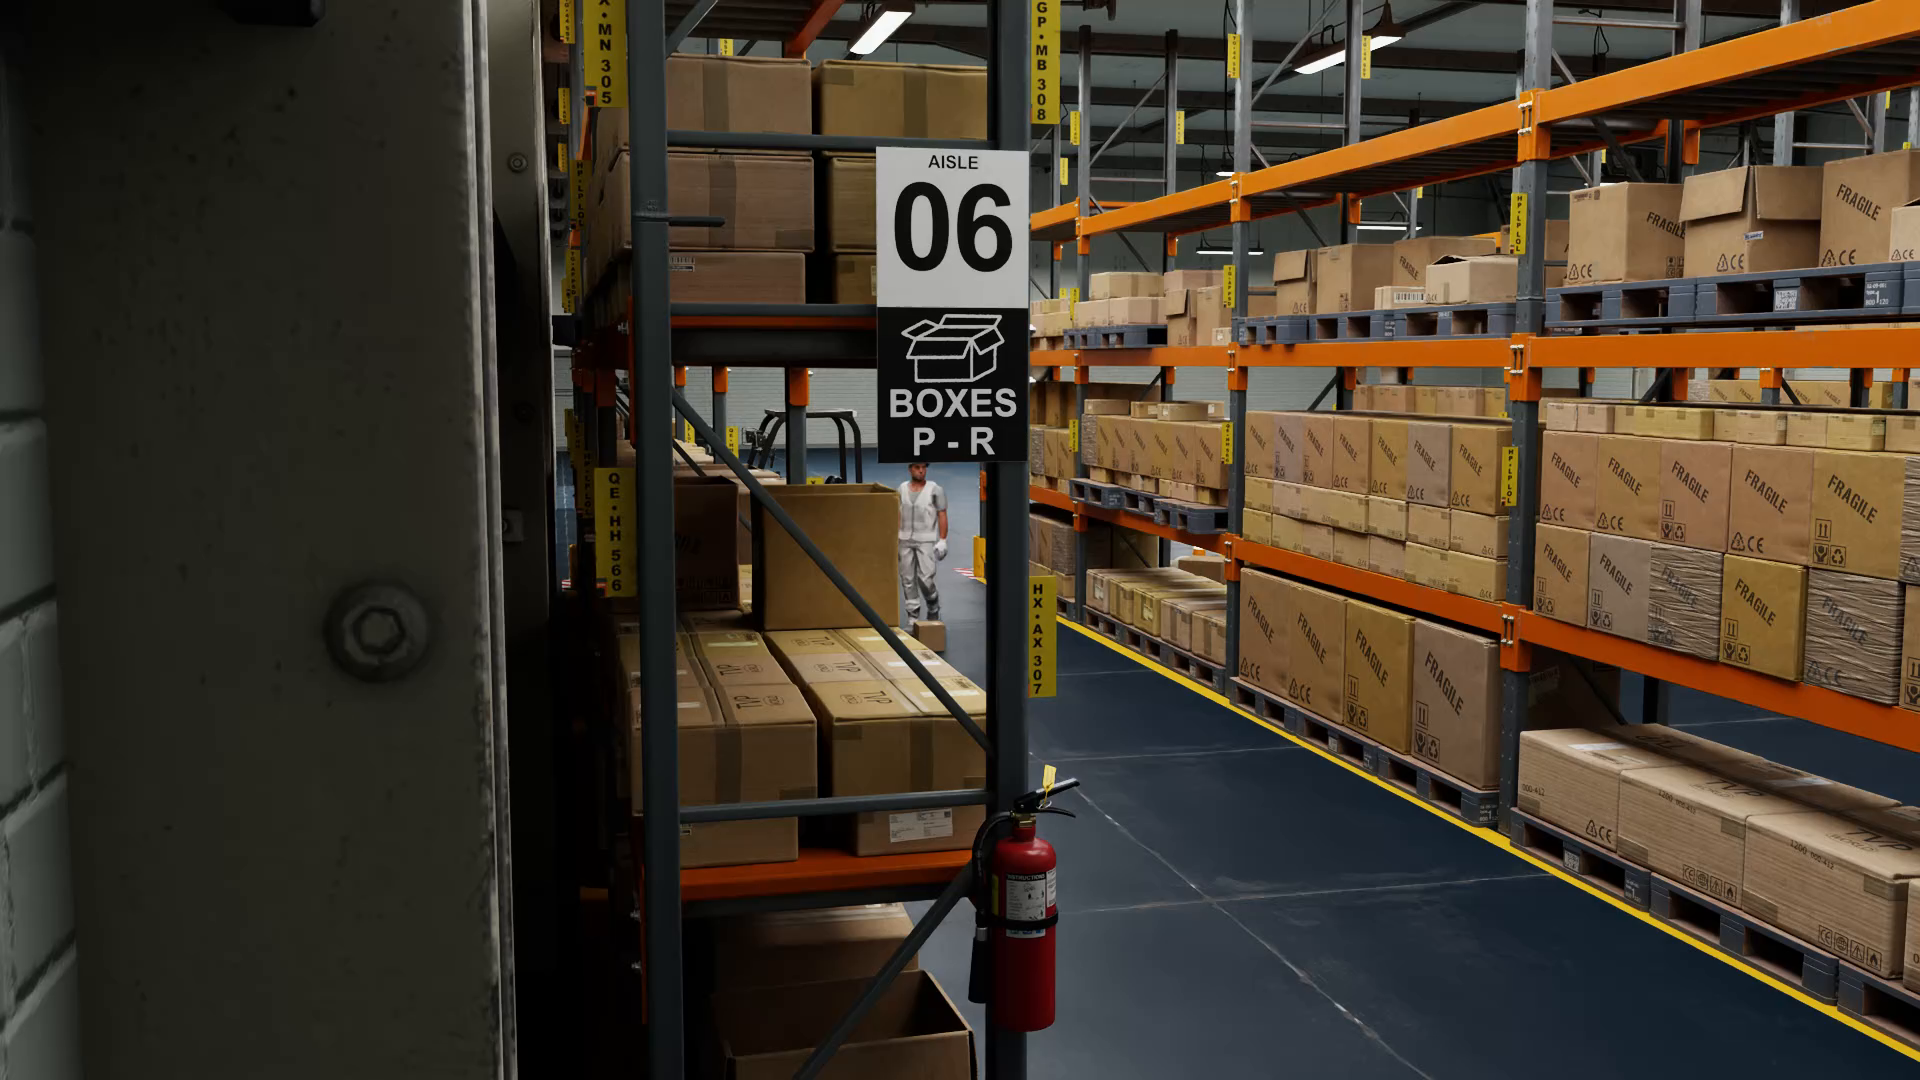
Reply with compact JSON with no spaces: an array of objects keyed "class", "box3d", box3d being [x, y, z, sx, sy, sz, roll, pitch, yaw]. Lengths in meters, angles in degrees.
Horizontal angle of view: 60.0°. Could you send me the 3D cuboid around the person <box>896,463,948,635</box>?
[{"class":"person","box3d":[-0.408,0.036,16.264,0.556,1.784,0.505,2,6,20]}]
